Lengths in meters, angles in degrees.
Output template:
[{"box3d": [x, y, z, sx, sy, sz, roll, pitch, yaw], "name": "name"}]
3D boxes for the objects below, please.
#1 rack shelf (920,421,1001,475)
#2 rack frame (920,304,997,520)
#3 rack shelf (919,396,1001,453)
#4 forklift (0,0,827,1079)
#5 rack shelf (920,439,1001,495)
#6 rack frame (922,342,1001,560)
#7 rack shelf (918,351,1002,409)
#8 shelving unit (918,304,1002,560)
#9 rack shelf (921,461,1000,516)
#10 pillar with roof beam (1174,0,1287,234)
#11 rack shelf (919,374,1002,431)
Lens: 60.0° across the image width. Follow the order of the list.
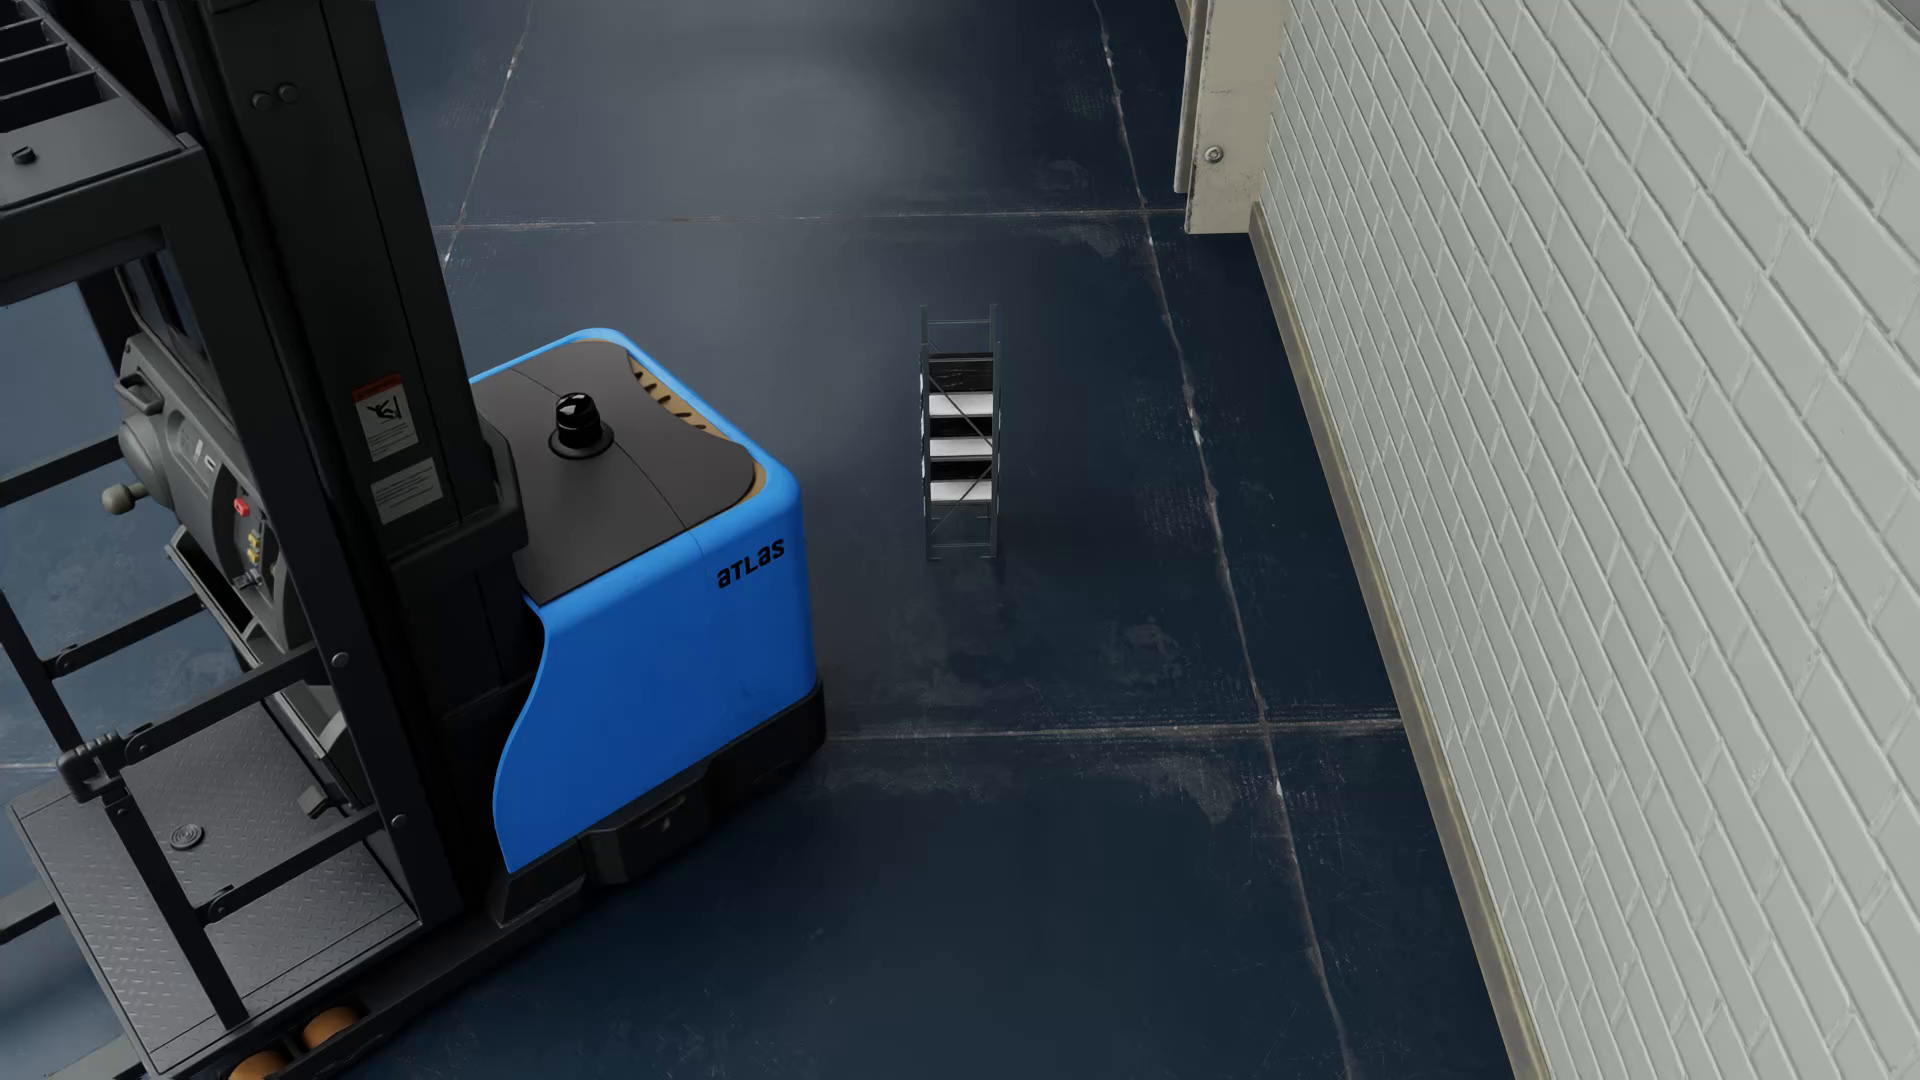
[{"box3d": [0.000, -0.313, 5.474, 0.258, 0.077, 0.200, -2, 43, -2], "name": "rack shelf"}, {"box3d": [-0.005, -0.406, 5.527, 0.240, 0.900, 0.006, -2, 43, -2], "name": "rack frame"}, {"box3d": [0.000, -0.379, 5.414, 0.258, 0.077, 0.200, -2, 43, -2], "name": "rack shelf"}, {"box3d": [-1.850, -0.041, 3.626, 3.031, 2.935, 1.130, -30, 50, -29], "name": "forklift"}, {"box3d": [0.000, -0.246, 5.535, 0.258, 0.077, 0.200, -2, 43, -2], "name": "rack shelf"}, {"box3d": [0.004, -0.269, 5.377, 0.240, 0.900, 0.006, -2, 43, -2], "name": "rack frame"}, {"box3d": [0.000, -0.512, 5.292, 0.258, 0.077, 0.200, -2, 43, -2], "name": "rack shelf"}, {"box3d": [0.000, -0.337, 5.452, 0.258, 0.900, 0.210, -2, 43, -2], "name": "shelving unit"}, {"box3d": [0.000, -0.180, 5.596, 0.258, 0.077, 0.200, -2, 43, -2], "name": "rack shelf"}, {"box3d": [-3.177, -4.658, 4.172, 9.100, 9.000, 0.400, -2, 43, -2], "name": "pillar with roof beam"}, {"box3d": [0.000, -0.445, 5.353, 0.258, 0.077, 0.200, -2, 43, -2], "name": "rack shelf"}]
